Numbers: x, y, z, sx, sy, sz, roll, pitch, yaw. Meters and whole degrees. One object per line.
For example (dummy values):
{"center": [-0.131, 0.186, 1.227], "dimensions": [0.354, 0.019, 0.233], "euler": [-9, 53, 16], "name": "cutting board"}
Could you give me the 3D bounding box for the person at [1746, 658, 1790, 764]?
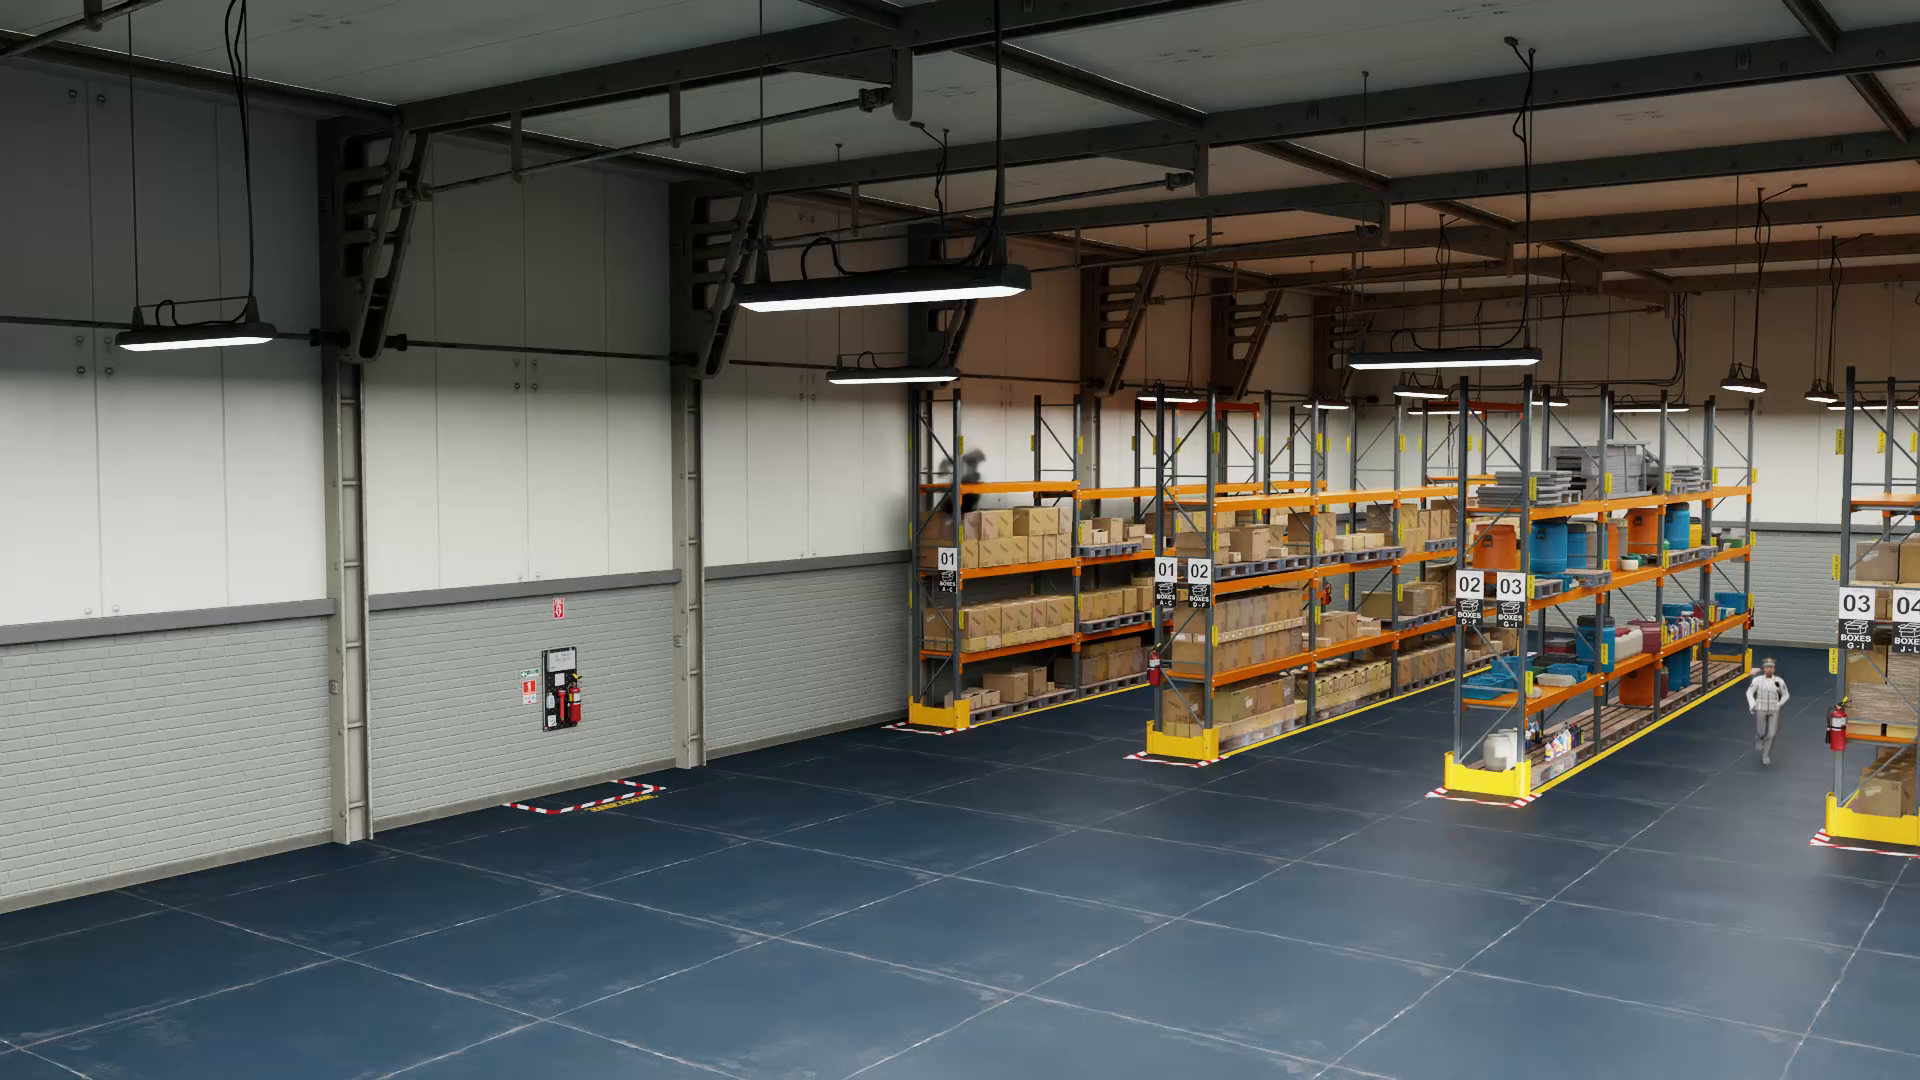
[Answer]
{"center": [12.761, 2.689, 26.267], "dimensions": [0.616, 1.660, 0.554], "euler": [1, 4, 23], "name": "person"}
